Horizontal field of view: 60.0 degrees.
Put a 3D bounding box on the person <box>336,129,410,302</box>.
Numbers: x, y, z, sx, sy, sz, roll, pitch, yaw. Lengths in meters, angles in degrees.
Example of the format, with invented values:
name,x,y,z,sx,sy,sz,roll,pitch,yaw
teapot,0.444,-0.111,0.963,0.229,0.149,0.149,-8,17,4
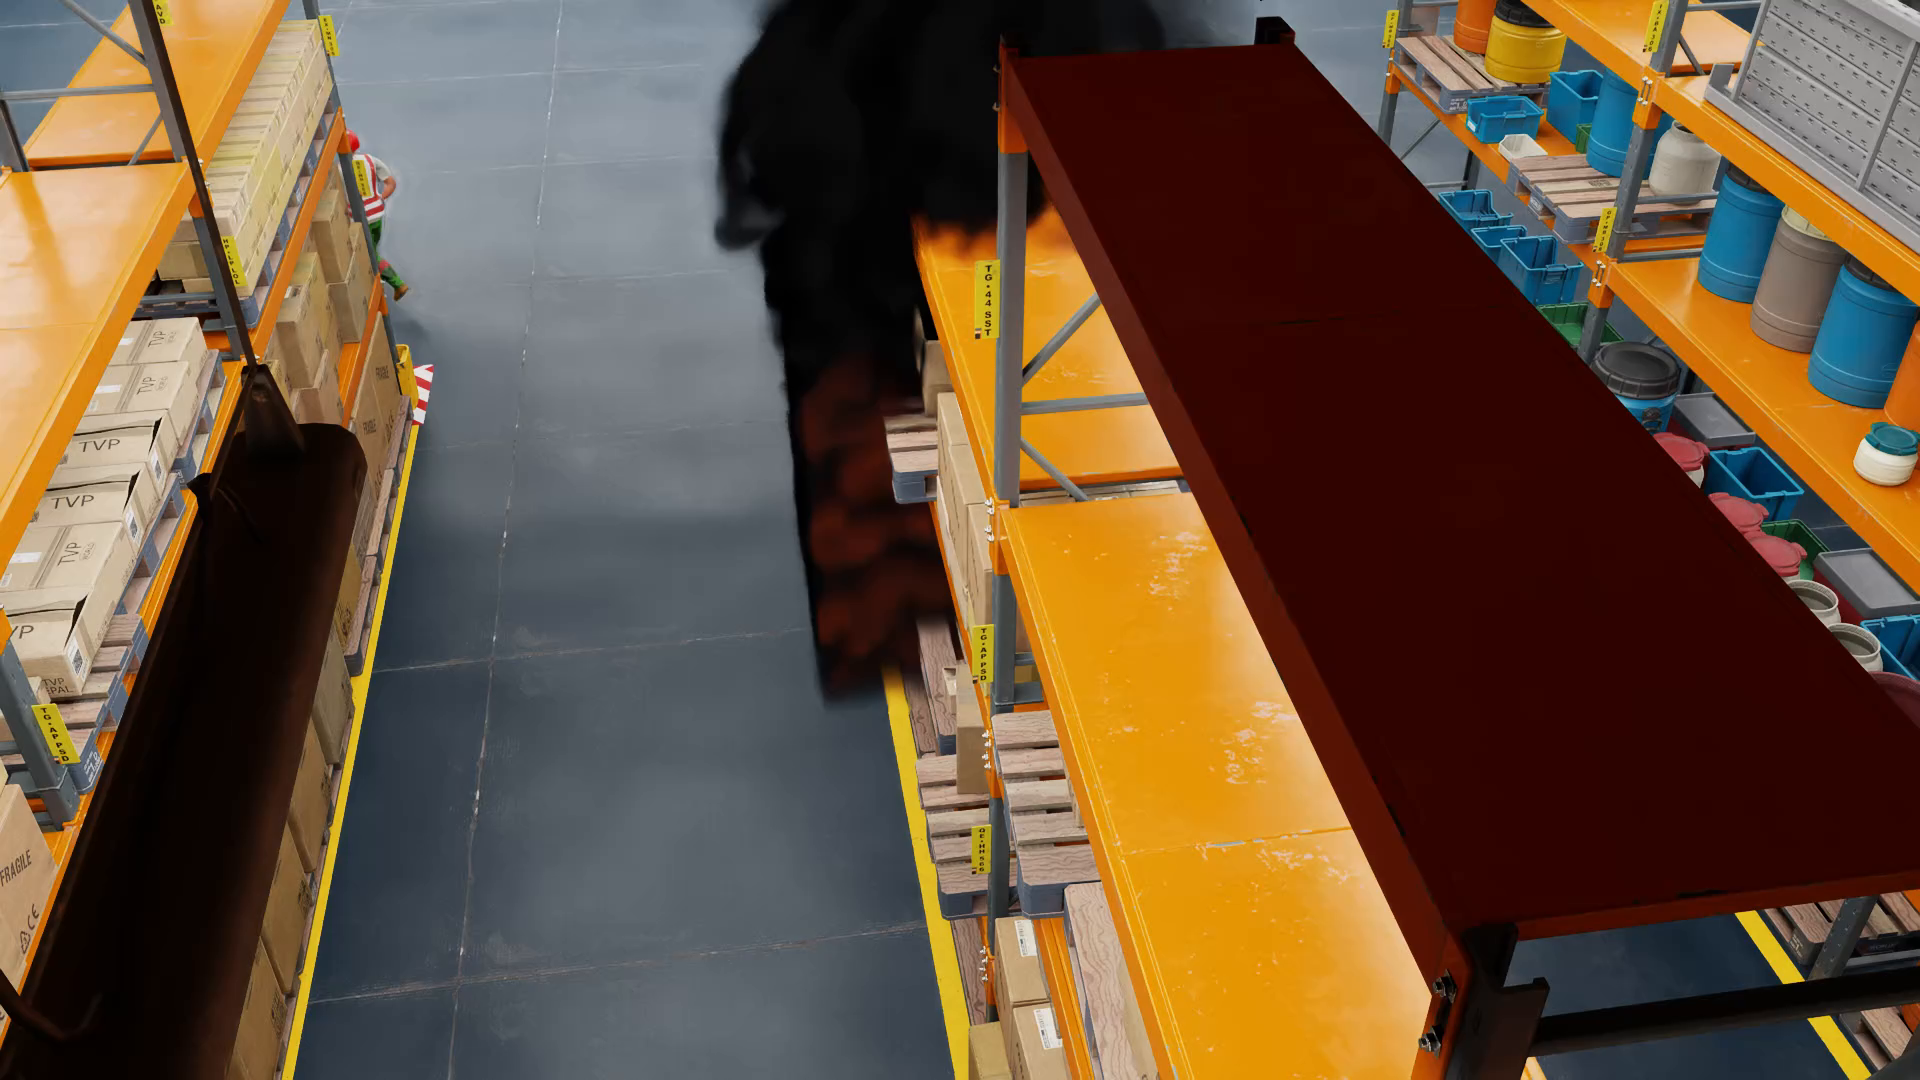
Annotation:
name,x,y,z,sx,sy,sz,roll,pitch,yaw
person,-5.746,-3.108,16.155,0.888,1.779,0.635,27,44,32
